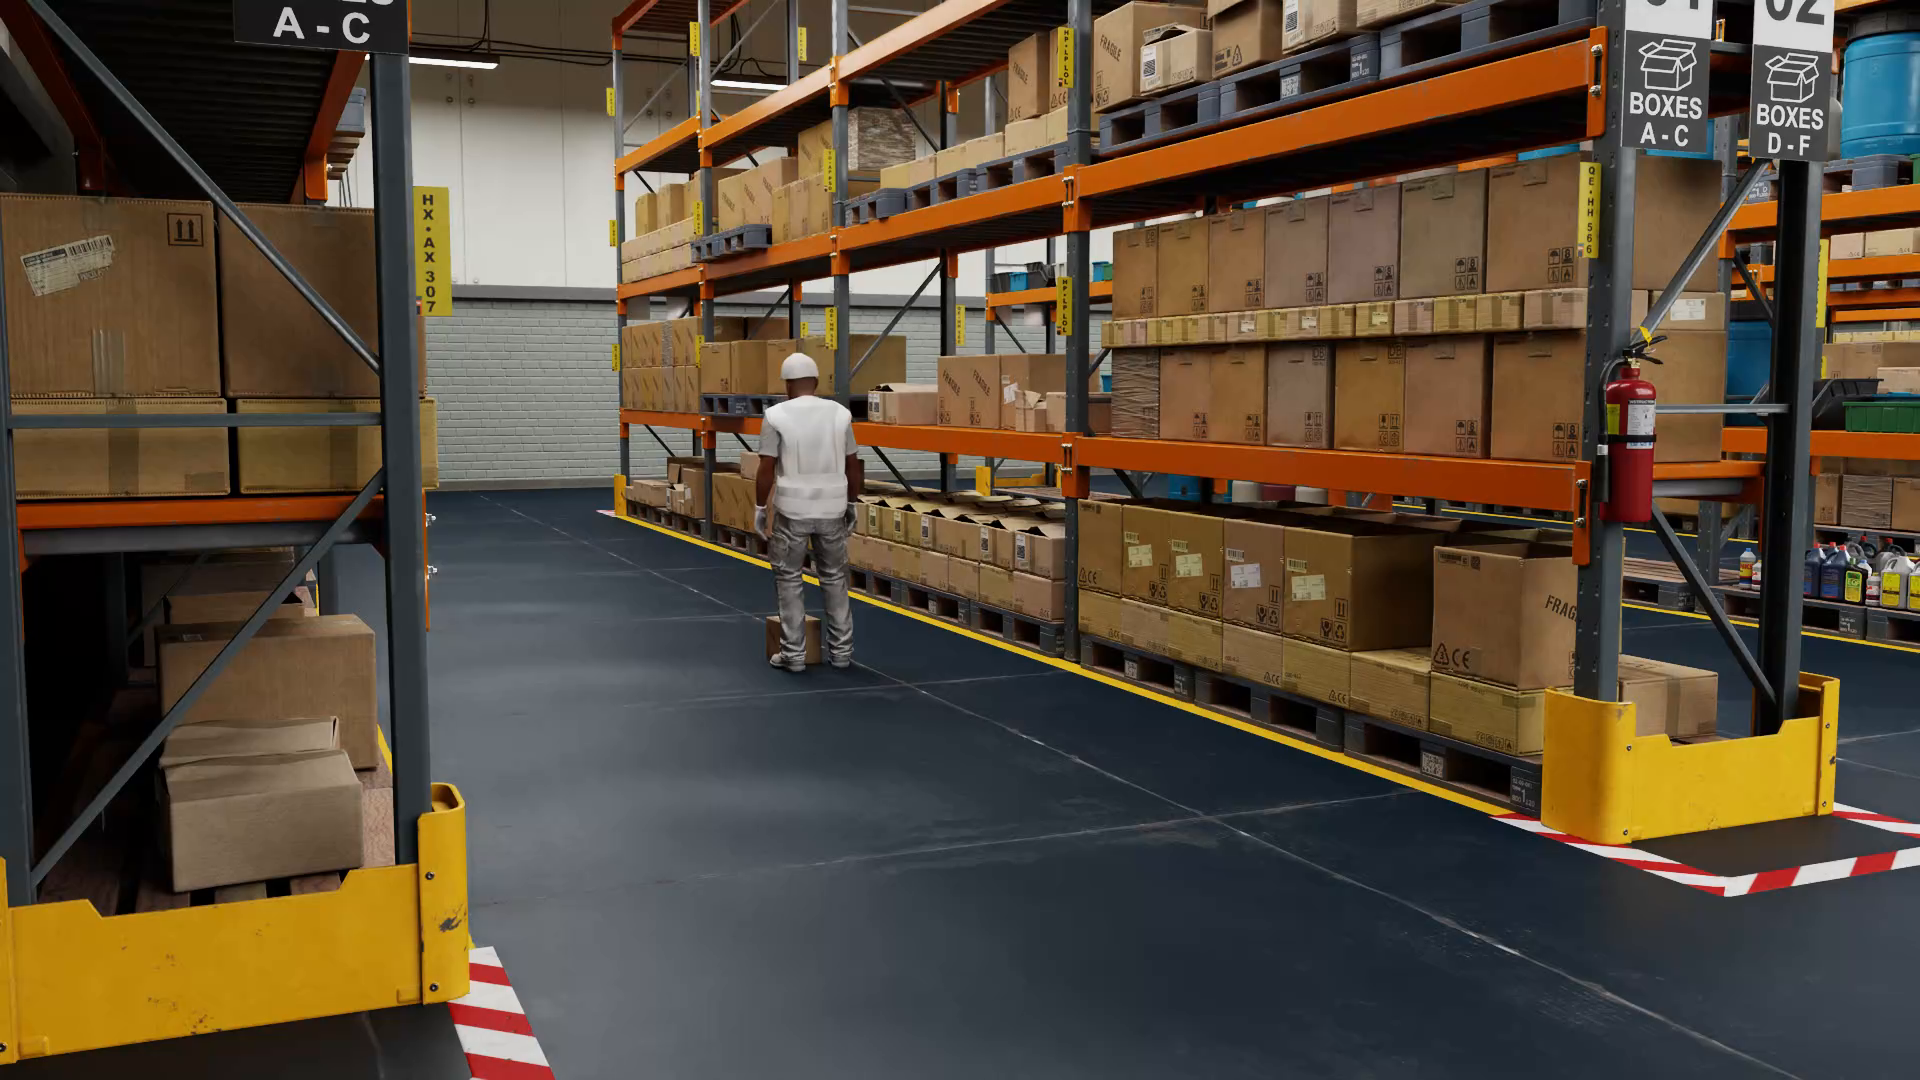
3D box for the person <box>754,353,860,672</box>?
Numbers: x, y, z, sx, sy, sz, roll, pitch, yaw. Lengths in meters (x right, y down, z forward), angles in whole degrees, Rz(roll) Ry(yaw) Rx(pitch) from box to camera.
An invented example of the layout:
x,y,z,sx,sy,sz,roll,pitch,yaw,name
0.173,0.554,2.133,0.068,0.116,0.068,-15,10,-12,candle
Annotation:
x,y,z,sx,sy,sz,roll,pitch,yaw,name
-0.857,-0.161,9.368,0.617,1.775,0.446,-2,6,-23,person
